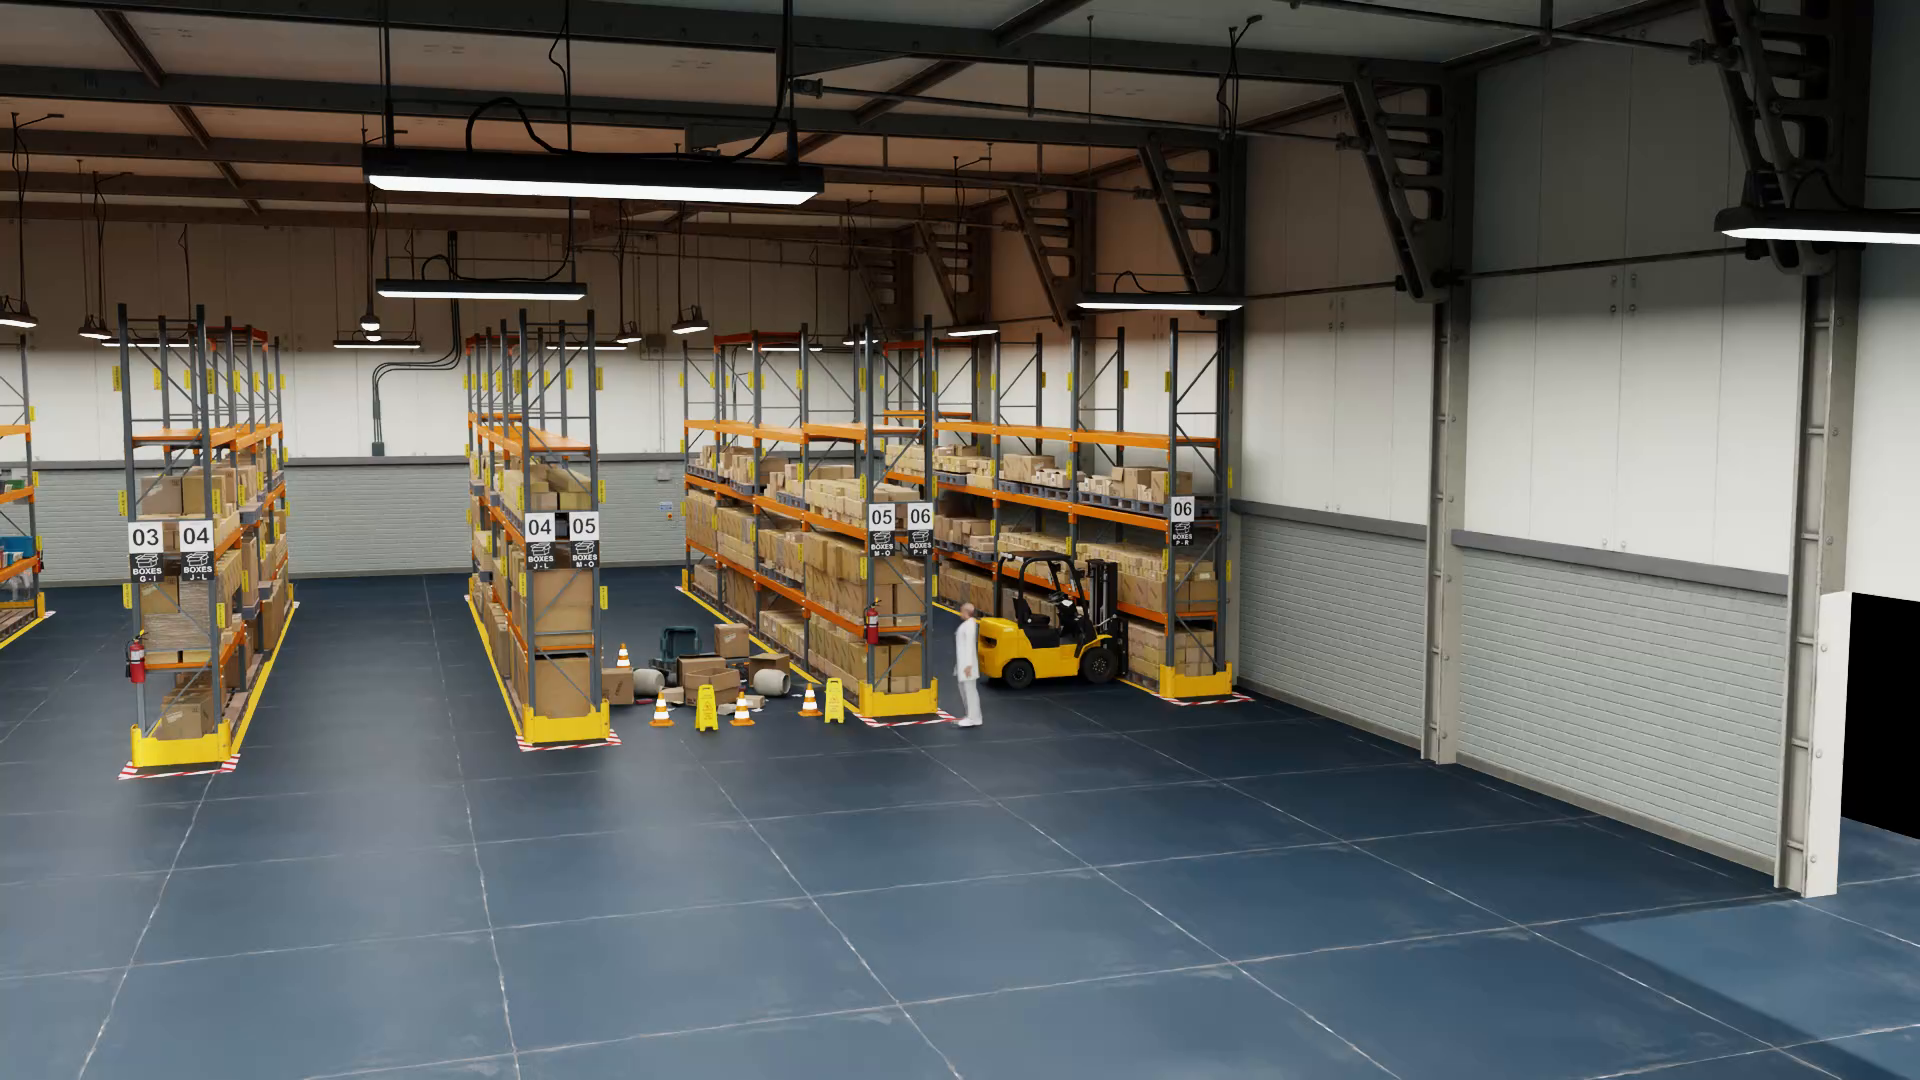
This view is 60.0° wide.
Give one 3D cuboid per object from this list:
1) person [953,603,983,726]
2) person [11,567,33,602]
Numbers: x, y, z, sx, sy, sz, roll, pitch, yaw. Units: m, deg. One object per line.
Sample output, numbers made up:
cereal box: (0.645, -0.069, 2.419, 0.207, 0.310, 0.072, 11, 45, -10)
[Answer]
person: (0.116, 1.825, 24.291, 0.417, 1.827, 0.699, -1, 5, -9)
person: (-20.793, 0.751, 36.784, 0.484, 1.596, 0.364, -5, 7, -41)
